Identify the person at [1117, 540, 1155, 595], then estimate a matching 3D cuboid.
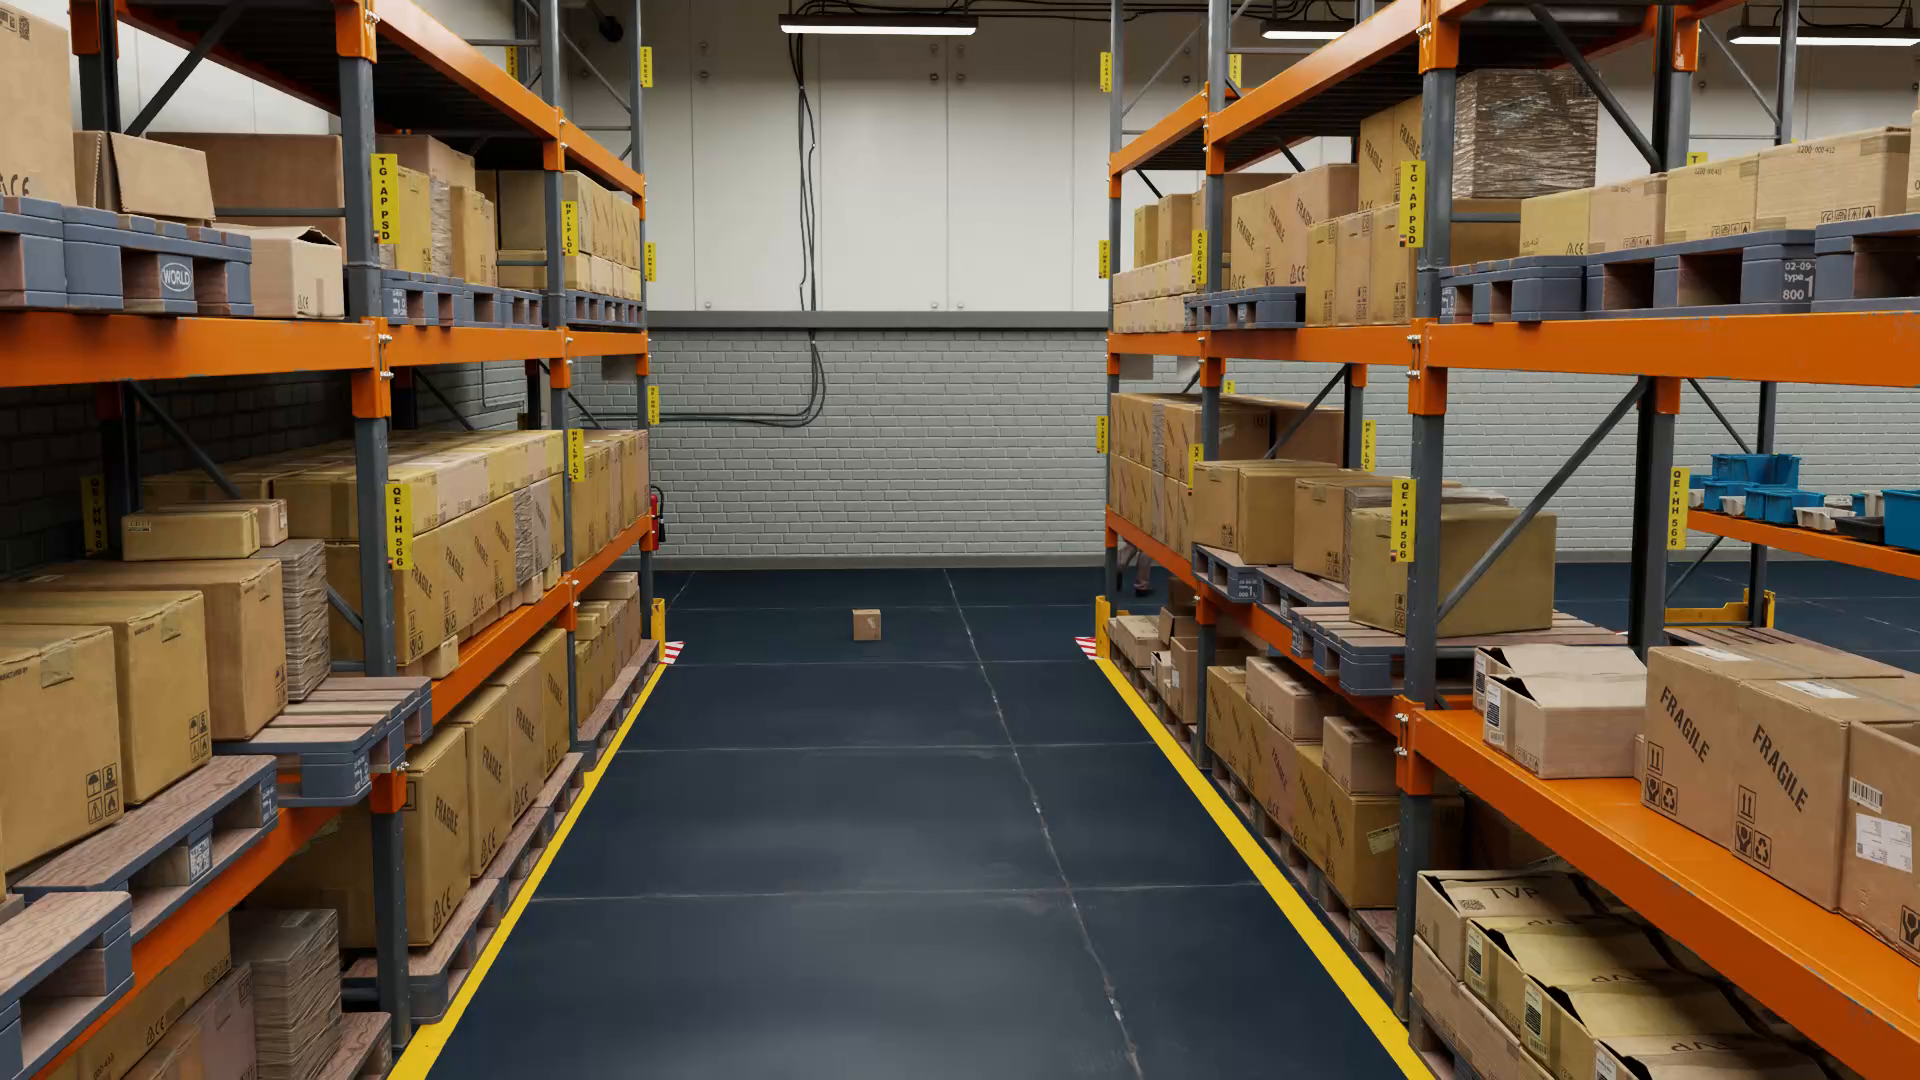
[{"bbox_3d":[1.891,-0.263,17.829,0.547,1.711,0.539,6,9,42],"label":"person"}]
